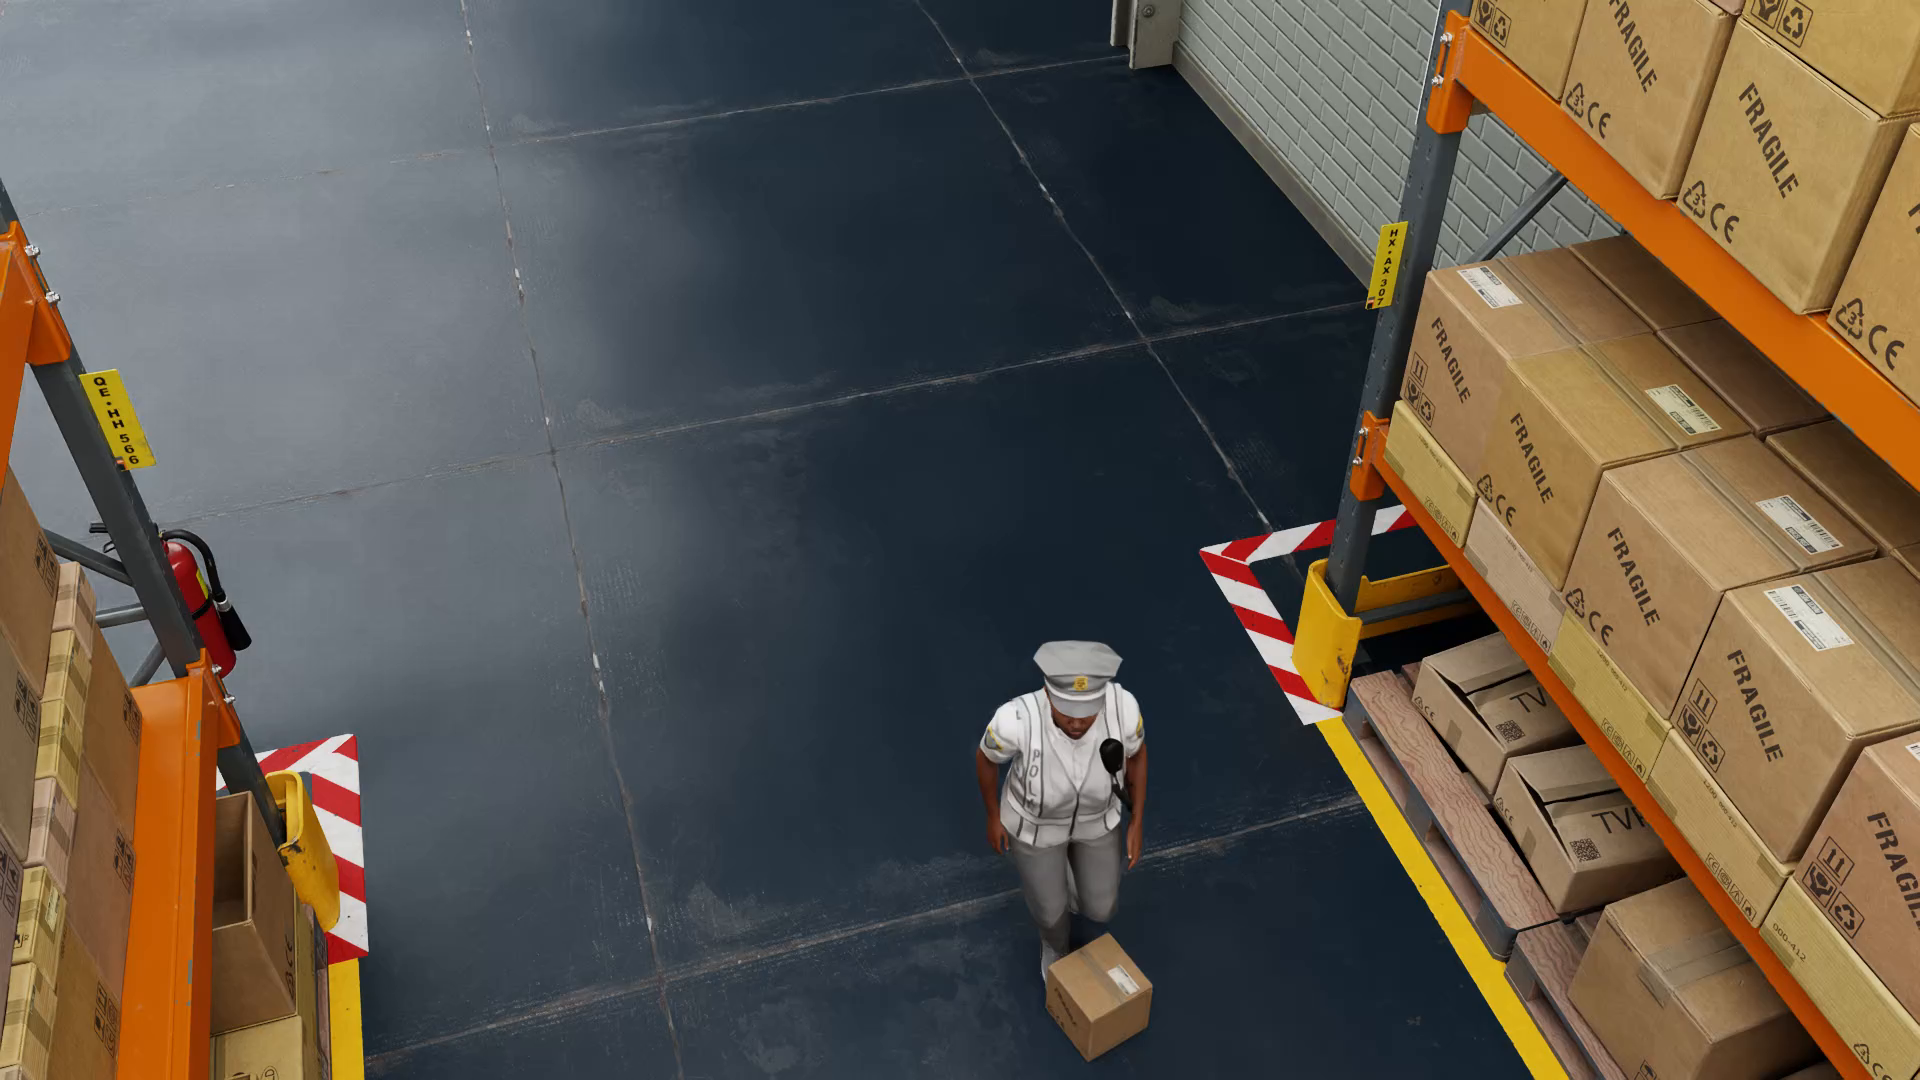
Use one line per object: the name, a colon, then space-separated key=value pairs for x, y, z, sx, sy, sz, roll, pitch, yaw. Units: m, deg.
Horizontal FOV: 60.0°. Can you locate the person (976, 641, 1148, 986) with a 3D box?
person: x=0.308 y=0.829 z=5.251 sx=0.522 sy=1.667 sz=0.542 roll=-8 pitch=43 yaw=-8
